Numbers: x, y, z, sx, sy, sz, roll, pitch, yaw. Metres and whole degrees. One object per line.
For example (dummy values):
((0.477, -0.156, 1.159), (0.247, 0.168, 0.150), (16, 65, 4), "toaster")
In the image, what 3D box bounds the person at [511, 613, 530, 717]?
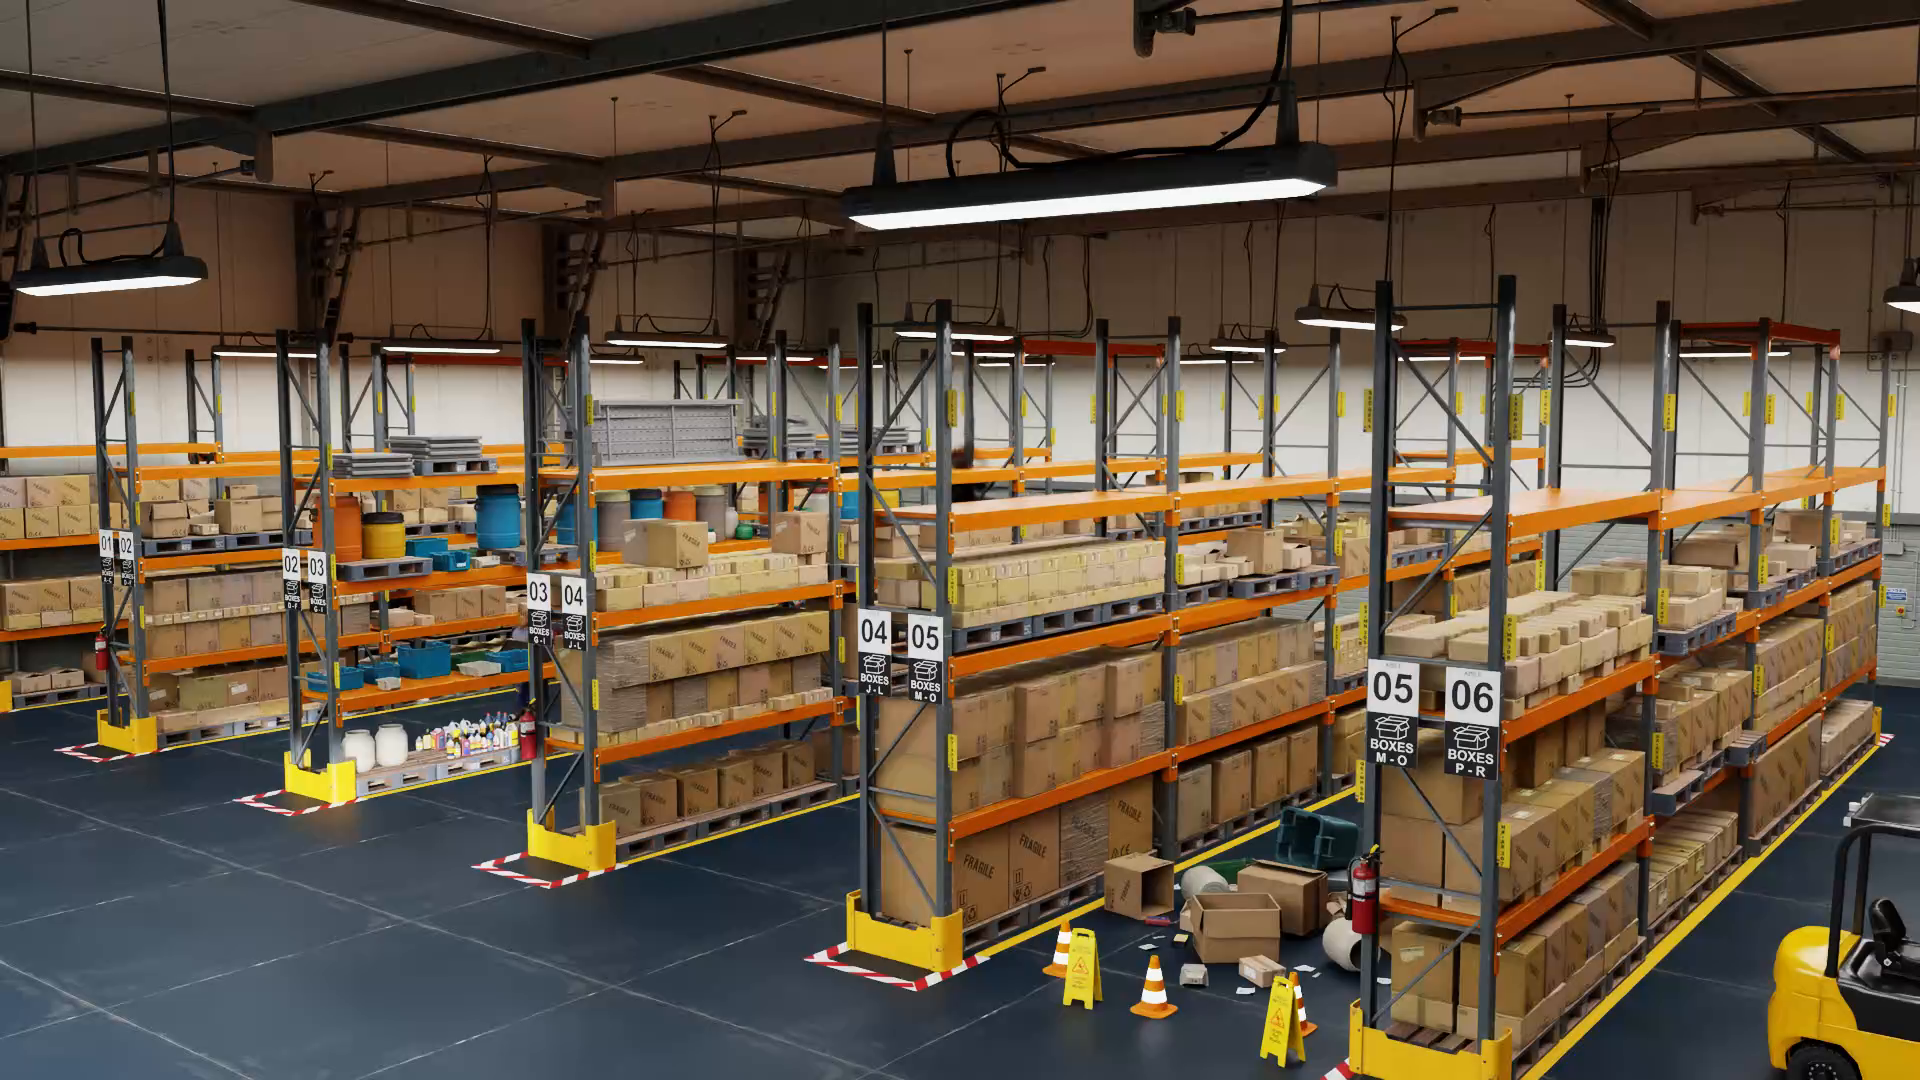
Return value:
((-7.043, 1.998, 26.969), (0.608, 1.643, 0.903), (2, 5, 23), "person")
